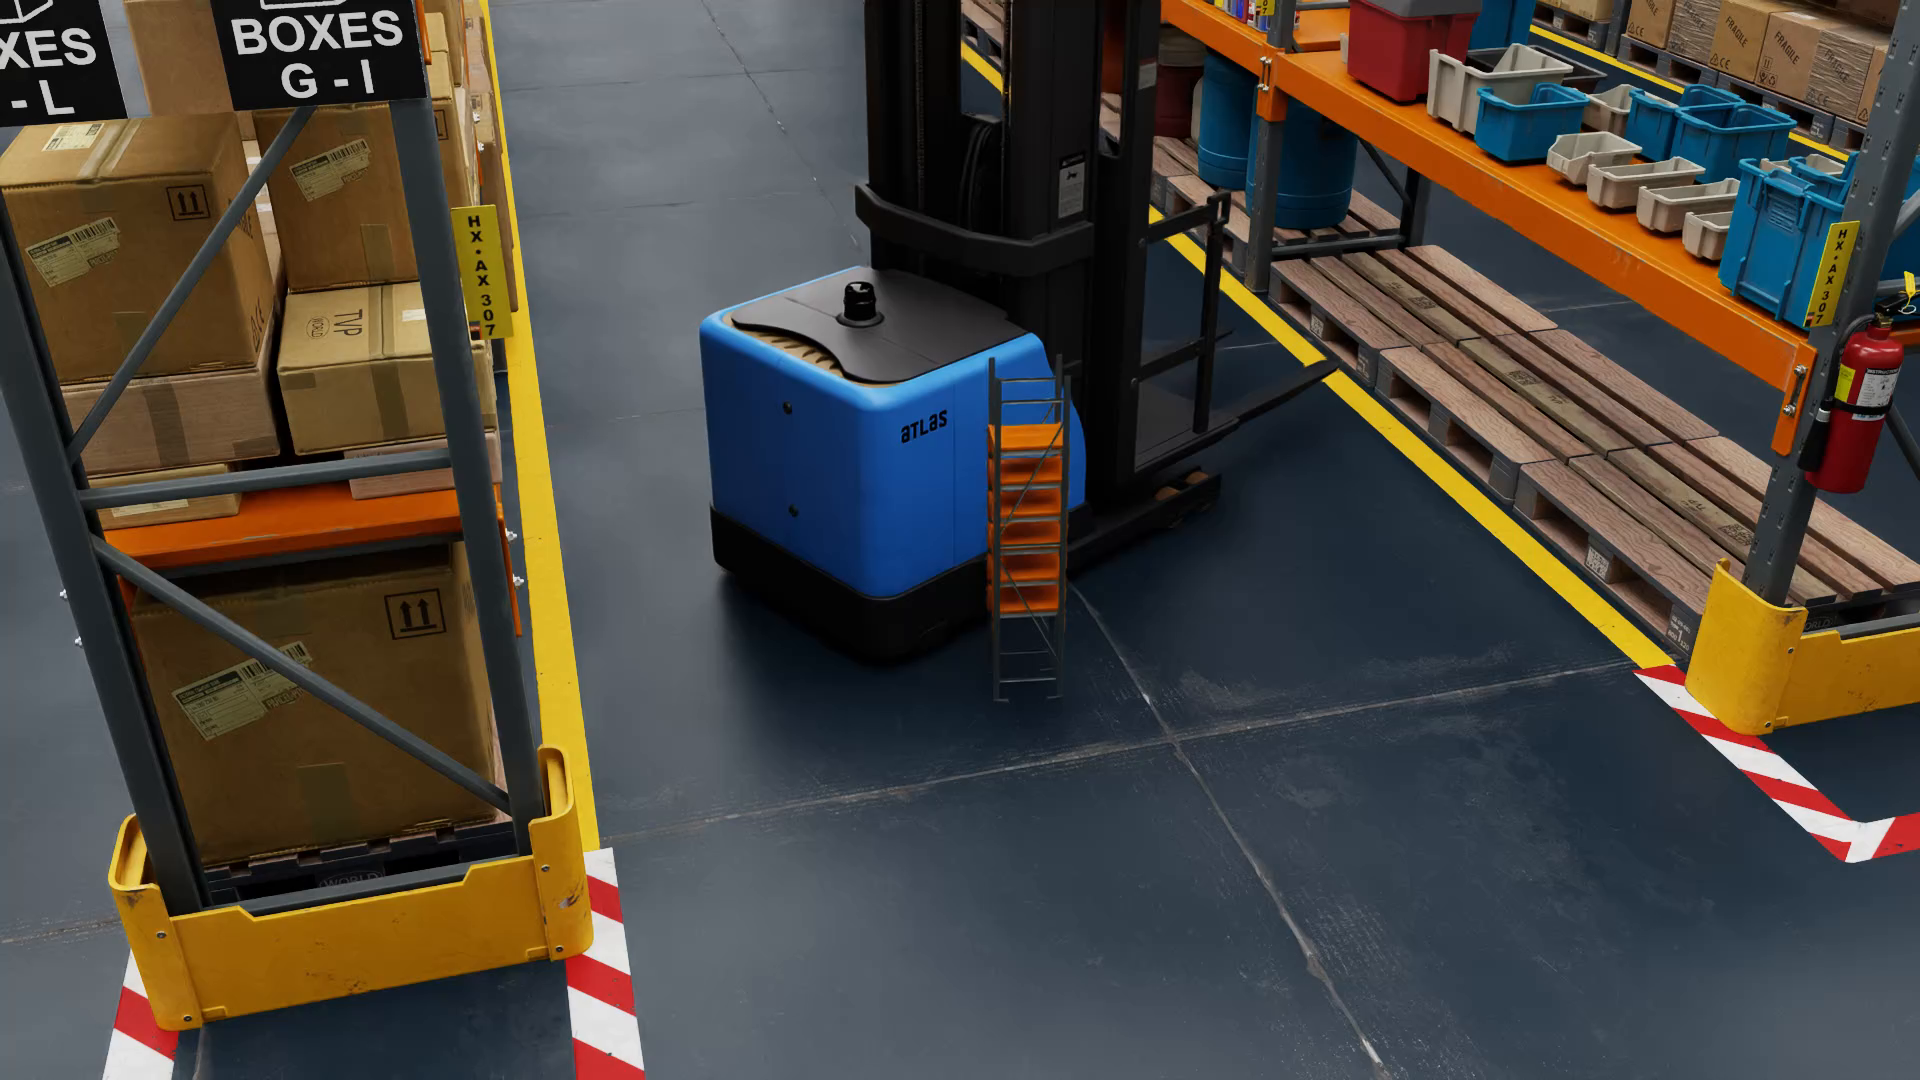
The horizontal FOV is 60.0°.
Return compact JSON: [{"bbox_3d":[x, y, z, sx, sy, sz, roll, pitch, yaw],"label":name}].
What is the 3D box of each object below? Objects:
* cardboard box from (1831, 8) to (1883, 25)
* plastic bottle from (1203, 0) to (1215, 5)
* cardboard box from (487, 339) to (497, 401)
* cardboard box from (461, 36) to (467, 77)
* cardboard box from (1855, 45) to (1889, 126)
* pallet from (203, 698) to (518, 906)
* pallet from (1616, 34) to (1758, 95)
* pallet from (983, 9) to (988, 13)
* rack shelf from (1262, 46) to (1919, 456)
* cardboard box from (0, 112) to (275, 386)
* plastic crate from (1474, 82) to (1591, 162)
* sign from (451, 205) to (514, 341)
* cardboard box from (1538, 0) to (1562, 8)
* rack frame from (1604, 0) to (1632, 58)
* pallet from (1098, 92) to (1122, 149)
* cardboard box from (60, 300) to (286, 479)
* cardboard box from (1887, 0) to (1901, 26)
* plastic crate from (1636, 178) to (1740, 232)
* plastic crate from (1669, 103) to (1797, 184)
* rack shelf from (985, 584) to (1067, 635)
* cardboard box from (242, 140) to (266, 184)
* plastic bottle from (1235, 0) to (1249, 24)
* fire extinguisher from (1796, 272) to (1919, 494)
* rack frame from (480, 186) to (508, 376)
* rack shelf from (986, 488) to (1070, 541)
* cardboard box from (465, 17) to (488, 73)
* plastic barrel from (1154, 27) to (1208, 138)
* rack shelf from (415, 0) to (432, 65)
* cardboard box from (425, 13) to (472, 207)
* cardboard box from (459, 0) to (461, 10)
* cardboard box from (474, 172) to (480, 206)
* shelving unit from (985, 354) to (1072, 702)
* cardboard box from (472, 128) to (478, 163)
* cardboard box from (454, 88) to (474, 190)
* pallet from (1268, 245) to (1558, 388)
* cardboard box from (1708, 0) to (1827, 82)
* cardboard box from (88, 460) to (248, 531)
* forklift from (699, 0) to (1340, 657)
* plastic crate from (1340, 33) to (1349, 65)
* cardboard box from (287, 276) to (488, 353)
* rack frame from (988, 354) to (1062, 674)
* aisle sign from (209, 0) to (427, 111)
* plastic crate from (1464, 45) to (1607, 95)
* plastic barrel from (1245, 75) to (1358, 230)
[{"bbox_3d":[6.534,-3.506,11.870,0.500,0.500,0.500,-9,31,-15],"label":"cardboard box"},{"bbox_3d":[1.454,-3.201,9.335,0.144,0.351,0.185,-8,31,-13],"label":"plastic bottle"},{"bbox_3d":[-1.565,-0.496,4.863,0.380,0.149,0.250,-9,31,-14],"label":"cardboard box"},{"bbox_3d":[-2.594,-2.372,7.755,0.500,0.500,0.500,-8,31,-13],"label":"cardboard box"},{"bbox_3d":[6.309,-2.938,10.887,0.500,0.500,0.500,-8,31,-13],"label":"cardboard box"},{"bbox_3d":[-1.939,0.689,5.348,1.003,0.211,1.213,-8,31,-13],"label":"pallet"},{"bbox_3d":[5.939,-3.749,13.016,1.003,0.211,1.213,-8,31,-13],"label":"pallet"},{"bbox_3d":[0.185,-5.015,15.204,1.003,0.211,1.213,-8,31,-13],"label":"pallet"},{"bbox_3d":[2.593,-1.455,6.988,1.077,0.370,4.000,-8,31,-13],"label":"rack shelf"},{"bbox_3d":[-2.034,-0.731,4.122,0.500,0.500,0.500,-7,31,-13],"label":"cardboard box"},{"bbox_3d":[2.332,-1.712,6.820,0.416,0.233,0.300,-8,31,-13],"label":"plastic crate"},{"bbox_3d":[-1.115,-0.622,3.886,0.100,0.325,0.005,-8,31,-13],"label":"sign"},{"bbox_3d":[5.262,-4.783,14.345,0.500,0.250,0.500,-8,31,-14],"label":"cardboard box"},{"bbox_3d":[5.777,-5.321,12.949,1.000,3.000,0.127,-8,31,-13],"label":"rack frame"},{"bbox_3d":[1.250,-3.082,11.864,1.003,0.211,1.213,-8,31,-13],"label":"pallet"},{"bbox_3d":[-2.036,-0.404,4.307,0.500,0.250,0.500,-8,31,-14],"label":"cardboard box"},{"bbox_3d":[6.680,-3.571,11.233,0.500,0.250,0.500,-8,31,-13],"label":"cardboard box"},{"bbox_3d":[2.670,-1.224,6.074,0.396,0.136,0.243,-8,31,-13],"label":"plastic crate"},{"bbox_3d":[3.026,-1.553,6.546,0.416,0.233,0.300,-8,31,-13],"label":"plastic crate"},{"bbox_3d":[0.225,0.232,5.711,0.258,0.103,0.180,-3,27,-5],"label":"rack shelf"},{"bbox_3d":[-2.447,-1.146,5.589,0.500,0.250,0.500,-8,31,-13],"label":"cardboard box"},{"bbox_3d":[1.541,-2.935,8.943,0.061,0.283,0.133,-8,31,-13],"label":"plastic bottle"},{"bbox_3d":[2.726,-0.472,5.021,0.296,0.674,0.183,-8,31,-13],"label":"fire extinguisher"},{"bbox_3d":[-2.713,-2.074,7.338,1.000,3.000,0.127,-8,31,-13],"label":"rack frame"},{"bbox_3d":[0.223,-0.088,5.546,0.258,0.103,0.180,-3,27,-5],"label":"rack shelf"},{"bbox_3d":[-3.382,-2.500,9.777,1.225,0.875,0.875,-8,31,-13],"label":"cardboard box"},{"bbox_3d":[1.447,-3.023,10.966,0.600,0.588,0.708,-8,31,-13],"label":"plastic barrel"},{"bbox_3d":[-2.182,-2.095,5.098,1.077,0.370,4.000,-8,31,-13],"label":"rack shelf"},{"bbox_3d":[-1.794,-1.289,5.087,0.500,0.500,0.500,-9,31,-15],"label":"cardboard box"},{"bbox_3d":[-3.003,-3.106,9.022,0.500,0.500,0.500,-7,31,-12],"label":"cardboard box"},{"bbox_3d":[-1.975,-1.241,6.150,0.380,0.149,0.250,-8,31,-14],"label":"cardboard box"},{"bbox_3d":[0.224,-0.021,5.580,0.258,1.200,0.189,-3,27,-5],"label":"shelving unit"},{"bbox_3d":[-2.180,-1.613,6.793,0.380,0.149,0.250,-8,31,-14],"label":"cardboard box"},{"bbox_3d":[-2.067,-1.463,6.136,0.500,0.250,0.500,-7,31,-12],"label":"cardboard box"},{"bbox_3d":[2.295,-1.175,8.570,1.003,0.211,1.213,-8,31,-13],"label":"pallet"},{"bbox_3d":[5.895,-3.677,12.164,0.500,0.500,0.500,-8,31,-14],"label":"cardboard box"},{"bbox_3d":[-2.063,-0.161,4.285,0.380,0.149,0.250,-7,31,-12],"label":"cardboard box"},{"bbox_3d":[0.448,-1.486,6.391,3.031,2.935,1.130,-26,39,-37],"label":"forklift"},{"bbox_3d":[2.048,-2.400,8.106,0.396,0.136,0.243,-8,31,-13],"label":"plastic crate"},{"bbox_3d":[-1.663,-0.724,4.859,0.500,0.250,0.500,-8,31,-14],"label":"cardboard box"},{"bbox_3d":[0.215,-0.063,5.661,0.240,1.200,0.006,-3,27,-5],"label":"rack frame"},{"bbox_3d":[-1.343,-1.272,3.358,0.394,0.787,0.004,-8,31,-13],"label":"aisle sign"},{"bbox_3d":[2.618,-2.134,7.658,0.437,0.125,0.590,-8,31,-13],"label":"plastic crate"},{"bbox_3d":[1.934,-2.271,9.355,0.600,0.901,0.708,-8,31,-13],"label":"plastic barrel"}]
